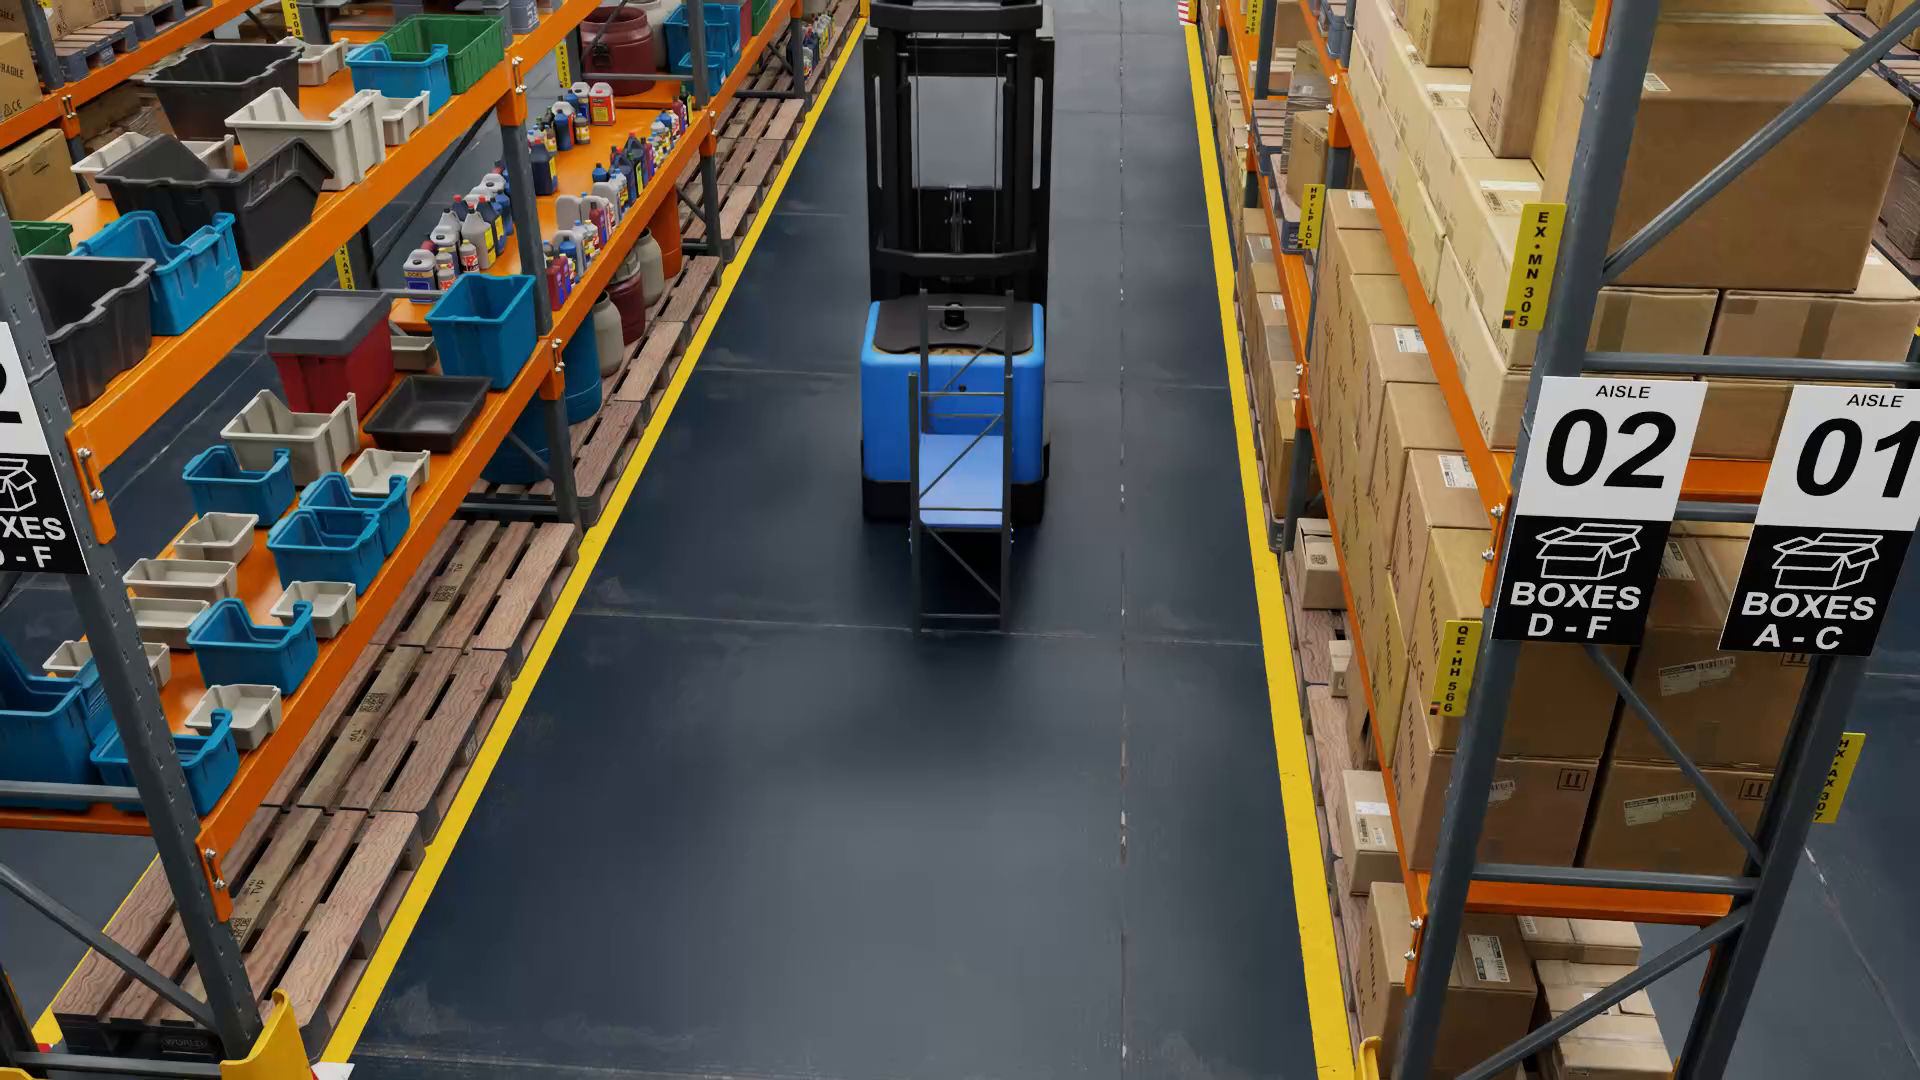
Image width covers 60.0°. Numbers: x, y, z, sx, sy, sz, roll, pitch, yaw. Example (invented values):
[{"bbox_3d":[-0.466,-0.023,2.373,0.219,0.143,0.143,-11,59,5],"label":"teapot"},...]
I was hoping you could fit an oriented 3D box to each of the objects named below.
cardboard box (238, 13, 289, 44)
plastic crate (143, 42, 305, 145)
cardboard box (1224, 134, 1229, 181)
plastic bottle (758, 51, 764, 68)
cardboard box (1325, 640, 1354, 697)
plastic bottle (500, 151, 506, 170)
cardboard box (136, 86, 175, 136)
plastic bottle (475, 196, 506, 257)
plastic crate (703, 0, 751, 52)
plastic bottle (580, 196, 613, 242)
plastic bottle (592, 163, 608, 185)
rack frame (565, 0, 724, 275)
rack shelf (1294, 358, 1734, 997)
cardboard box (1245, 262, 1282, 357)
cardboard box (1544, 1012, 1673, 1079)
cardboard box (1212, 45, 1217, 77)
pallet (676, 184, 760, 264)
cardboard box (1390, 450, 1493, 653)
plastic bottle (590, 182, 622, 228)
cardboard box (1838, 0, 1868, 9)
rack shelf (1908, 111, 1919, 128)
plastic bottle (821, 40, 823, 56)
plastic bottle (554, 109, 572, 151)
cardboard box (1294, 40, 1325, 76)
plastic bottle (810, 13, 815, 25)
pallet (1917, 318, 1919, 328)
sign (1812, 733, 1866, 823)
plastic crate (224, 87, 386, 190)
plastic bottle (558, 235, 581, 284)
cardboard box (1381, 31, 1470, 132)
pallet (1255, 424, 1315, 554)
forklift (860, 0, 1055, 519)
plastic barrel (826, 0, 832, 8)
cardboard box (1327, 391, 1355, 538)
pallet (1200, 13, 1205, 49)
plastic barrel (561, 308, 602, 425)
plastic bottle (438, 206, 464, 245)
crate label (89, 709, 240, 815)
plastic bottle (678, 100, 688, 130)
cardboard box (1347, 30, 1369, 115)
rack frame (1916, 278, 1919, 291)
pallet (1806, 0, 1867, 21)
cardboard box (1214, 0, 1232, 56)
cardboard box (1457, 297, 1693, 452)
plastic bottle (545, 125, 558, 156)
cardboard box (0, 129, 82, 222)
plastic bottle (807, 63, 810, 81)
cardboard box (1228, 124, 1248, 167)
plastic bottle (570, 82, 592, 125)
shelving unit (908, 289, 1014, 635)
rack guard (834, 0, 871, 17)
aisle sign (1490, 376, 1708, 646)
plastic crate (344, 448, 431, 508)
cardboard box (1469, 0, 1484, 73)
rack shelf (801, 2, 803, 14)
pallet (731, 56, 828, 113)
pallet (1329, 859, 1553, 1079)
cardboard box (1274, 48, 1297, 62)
[{"bbox_3d":[-6.879,-4.996,16.761,0.500,0.500,0.500,2,32,2],"label":"cardboard box"},{"bbox_3d":[-3.040,-1.863,6.960,0.497,0.269,0.590,2,32,4],"label":"plastic crate"},{"bbox_3d":[2.517,-3.253,14.170,0.500,0.250,0.500,3,32,5],"label":"cardboard box"},{"bbox_3d":[-2.084,-4.947,16.875,0.152,0.276,0.135,2,32,4],"label":"plastic bottle"},{"bbox_3d":[1.960,0.616,7.953,0.380,0.166,0.250,2,32,4],"label":"cardboard box"},{"bbox_3d":[-2.828,-2.329,10.498,0.144,0.351,0.185,2,32,4],"label":"plastic bottle"},{"bbox_3d":[-7.171,-3.644,14.548,0.700,0.500,0.500,5,32,8],"label":"cardboard box"},{"bbox_3d":[-2.759,-1.844,9.710,0.144,0.351,0.185,2,32,4],"label":"plastic bottle"},{"bbox_3d":[-1.904,-4.230,13.475,0.402,0.464,0.583,2,32,4],"label":"plastic crate"},{"bbox_3d":[-2.173,-1.937,9.932,0.152,0.276,0.135,2,32,4],"label":"plastic bottle"},{"bbox_3d":[-2.245,-2.223,10.402,0.097,0.271,0.097,0,32,0],"label":"plastic bottle"},{"bbox_3d":[-2.340,-3.371,12.141,1.000,3.000,0.127,2,32,4],"label":"rack frame"},{"bbox_3d":[2.108,0.286,6.893,1.077,0.370,4.000,2,32,4],"label":"rack shelf"},{"bbox_3d":[2.192,-1.519,11.099,0.500,0.500,0.500,2,32,3],"label":"cardboard box"},{"bbox_3d":[2.322,1.848,5.971,0.380,0.149,0.250,2,32,4],"label":"cardboard box"},{"bbox_3d":[2.792,-4.770,16.632,0.500,0.250,0.500,2,32,4],"label":"cardboard box"},{"bbox_3d":[-2.239,-2.587,13.528,1.003,0.211,1.213,2,32,4],"label":"pallet"},{"bbox_3d":[1.747,0.049,5.544,0.500,0.500,0.500,3,32,5],"label":"cardboard box"},{"bbox_3d":[-2.154,-2.058,10.129,0.152,0.276,0.135,2,32,4],"label":"plastic bottle"},{"bbox_3d":[7.731,-4.713,13.804,0.700,0.500,0.500,6,32,9],"label":"cardboard box"},{"bbox_3d":[7.697,-3.688,13.341,1.077,0.370,4.000,2,32,4],"label":"rack shelf"},{"bbox_3d":[-1.474,-5.109,17.209,0.097,0.201,0.097,0,32,0],"label":"plastic bottle"},{"bbox_3d":[-2.711,-2.800,11.337,0.097,0.271,0.097,0,32,0],"label":"plastic bottle"},{"bbox_3d":[2.657,-3.045,11.116,0.700,0.500,0.500,-8,33,-13],"label":"cardboard box"},{"bbox_3d":[-1.556,-5.480,17.733,0.061,0.283,0.133,2,32,4],"label":"plastic bottle"},{"bbox_3d":[7.395,-1.352,11.523,1.003,0.211,1.213,2,32,4],"label":"pallet"},{"bbox_3d":[2.486,0.680,4.742,0.100,0.325,0.005,2,32,4],"label":"sign"},{"bbox_3d":[-2.504,-1.560,6.457,0.437,0.282,0.530,2,32,4],"label":"plastic crate"},{"bbox_3d":[-2.201,-1.580,9.358,0.097,0.271,0.097,0,32,0],"label":"plastic bottle"},{"bbox_3d":[1.892,-1.726,6.279,0.500,0.250,0.500,2,32,4],"label":"cardboard box"},{"bbox_3d":[2.299,-0.306,9.825,1.003,0.211,1.213,2,32,4],"label":"pallet"},{"bbox_3d":[0.001,-2.106,10.154,1.130,2.935,3.031,1,32,1],"label":"forklift"},{"bbox_3d":[-1.666,-6.327,18.908,0.421,0.512,0.421,0,32,0],"label":"plastic barrel"},{"bbox_3d":[1.876,-0.324,7.102,0.500,0.500,0.500,2,32,4],"label":"cardboard box"},{"bbox_3d":[3.227,-5.752,18.663,1.003,0.211,1.213,2,32,4],"label":"pallet"},{"bbox_3d":[-2.547,-1.219,10.249,0.600,0.901,0.708,2,32,4],"label":"plastic barrel"},{"bbox_3d":[-2.917,-1.753,9.563,0.144,0.351,0.185,2,32,4],"label":"plastic bottle"},{"bbox_3d":[-2.643,0.743,5.568,0.416,0.233,0.303,2,32,4],"label":"crate label"},{"bbox_3d":[-1.976,-2.997,11.724,0.097,0.201,0.097,0,32,0],"label":"plastic bottle"},{"bbox_3d":[1.984,-2.035,7.258,0.500,0.250,0.500,2,32,4],"label":"cardboard box"},{"bbox_3d":[7.534,-2.948,11.455,1.000,3.000,0.127,2,32,4],"label":"rack frame"},{"bbox_3d":[7.652,-4.564,14.261,1.003,0.211,1.213,2,32,4],"label":"pallet"},{"bbox_3d":[2.794,-5.089,16.435,0.500,0.500,0.500,2,32,4],"label":"cardboard box"},{"bbox_3d":[1.724,-0.467,4.714,0.500,0.250,0.500,2,32,4],"label":"cardboard box"},{"bbox_3d":[-2.783,-2.703,11.247,0.097,0.201,0.097,0,32,0],"label":"plastic bottle"},{"bbox_3d":[-7.354,-2.497,12.348,1.225,0.875,0.875,1,32,2],"label":"cardboard box"},{"bbox_3d":[-1.544,-4.660,16.480,0.097,0.201,0.097,0,32,0],"label":"plastic bottle"},{"bbox_3d":[2.473,-3.225,13.590,0.500,0.311,0.500,2,32,4],"label":"cardboard box"},{"bbox_3d":[-2.698,-3.106,11.829,0.152,0.276,0.135,2,32,4],"label":"plastic bottle"},{"bbox_3d":[0.019,-0.419,8.780,0.538,1.500,1.048,1,32,1],"label":"shelving unit"},{"bbox_3d":[-1.648,-6.448,19.517,1.175,0.500,0.348,2,32,4],"label":"rack guard"},{"bbox_3d":[1.634,-0.059,4.288,0.394,0.787,0.004,2,32,4],"label":"aisle sign"},{"bbox_3d":[-2.508,-0.269,7.303,0.293,0.136,0.466,2,32,4],"label":"plastic crate"},{"bbox_3d":[2.163,-1.770,5.636,0.700,0.500,0.500,2,32,4],"label":"cardboard box"},{"bbox_3d":[-1.852,-6.202,17.421,1.077,0.370,4.000,2,32,4],"label":"rack shelf"},{"bbox_3d":[-1.918,-4.625,16.834,1.003,0.211,1.213,2,32,4],"label":"pallet"},{"bbox_3d":[2.015,1.756,6.480,1.003,0.211,1.213,2,32,4],"label":"pallet"},{"bbox_3d":[2.644,-3.720,12.947,0.380,0.149,0.250,5,32,8],"label":"cardboard box"}]
